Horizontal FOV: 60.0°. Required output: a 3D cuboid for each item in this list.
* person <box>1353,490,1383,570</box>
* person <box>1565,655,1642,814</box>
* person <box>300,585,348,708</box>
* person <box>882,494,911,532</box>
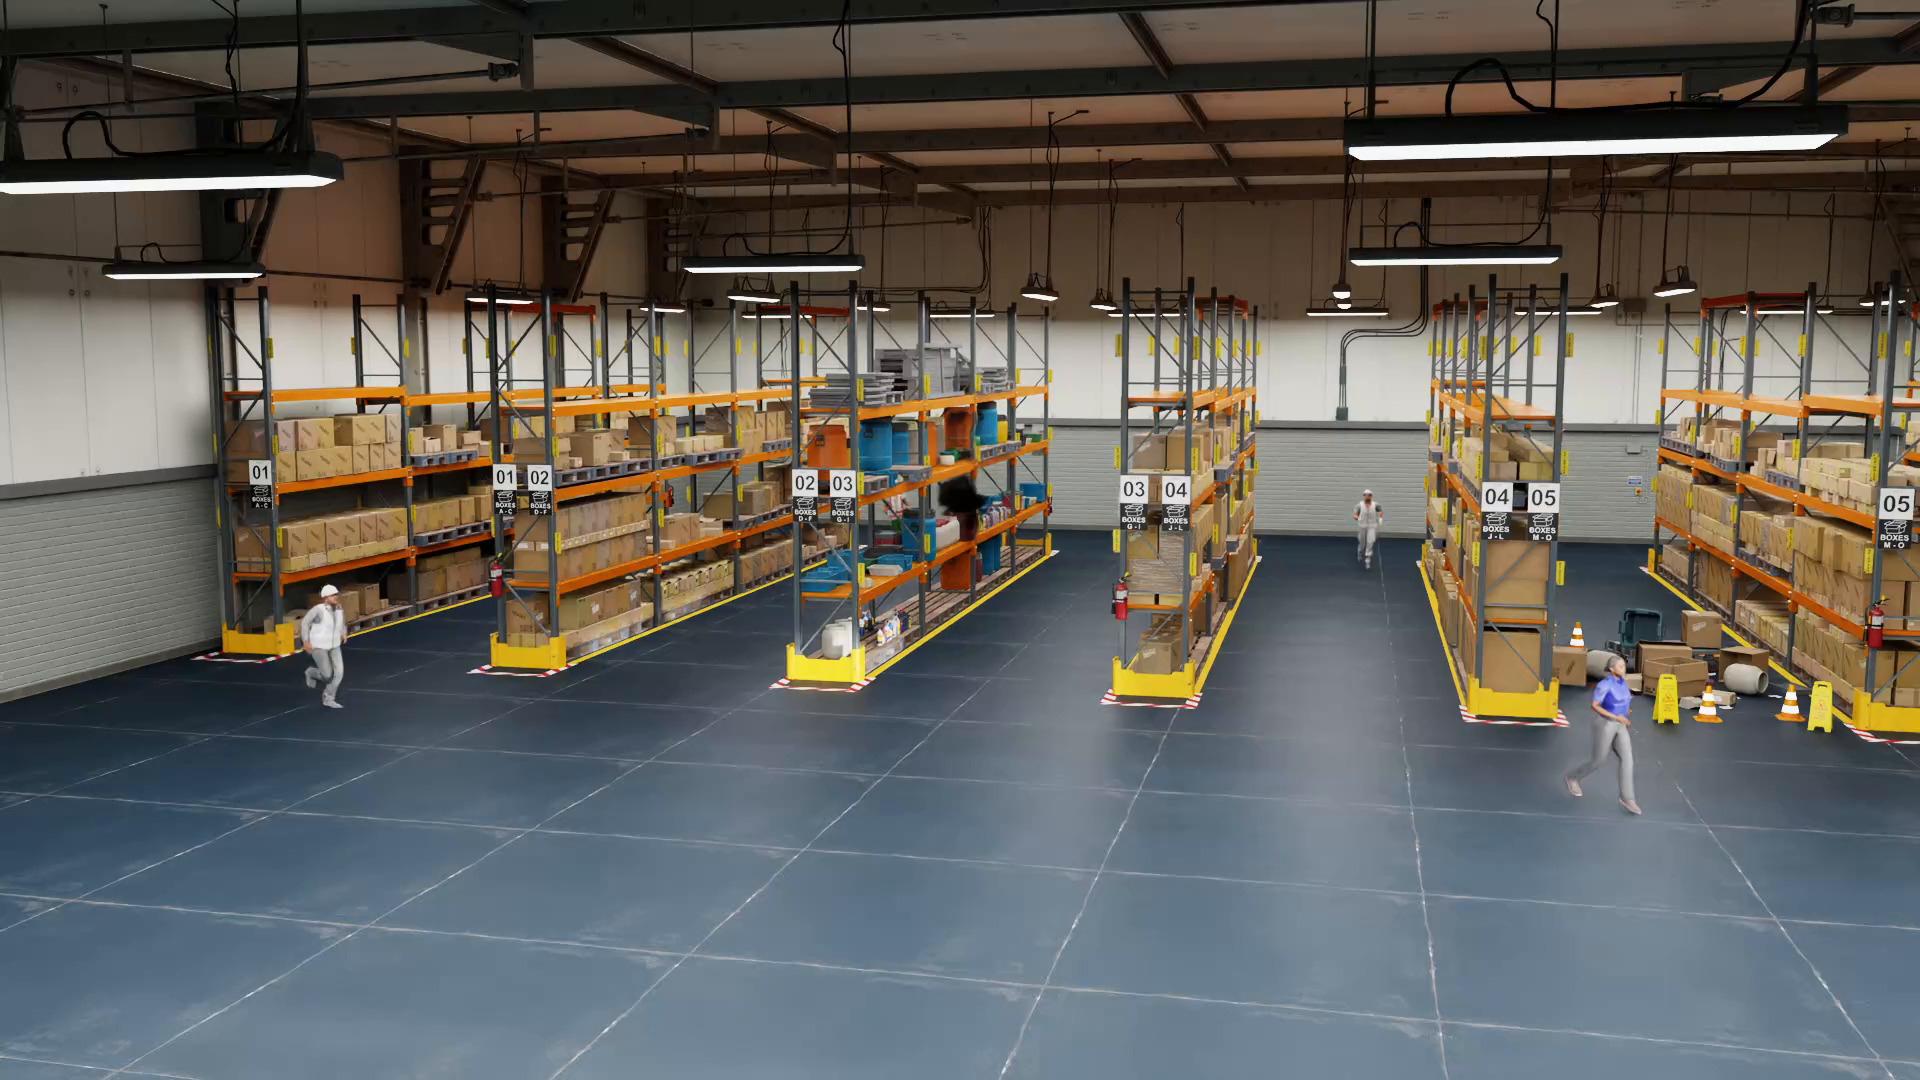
[{"bbox_3d":[9.347,-0.266,38.143,0.670,1.789,0.947,1,7,13],"label":"person"},{"bbox_3d":[7.146,2.090,18.240,0.619,1.659,0.947,-4,8,-31],"label":"person"},{"bbox_3d":[-8.940,1.487,23.378,0.702,1.736,0.686,4,8,32],"label":"person"},{"bbox_3d":[-1.552,-0.520,40.702,0.697,1.731,0.747,-1,7,-6],"label":"person"}]
